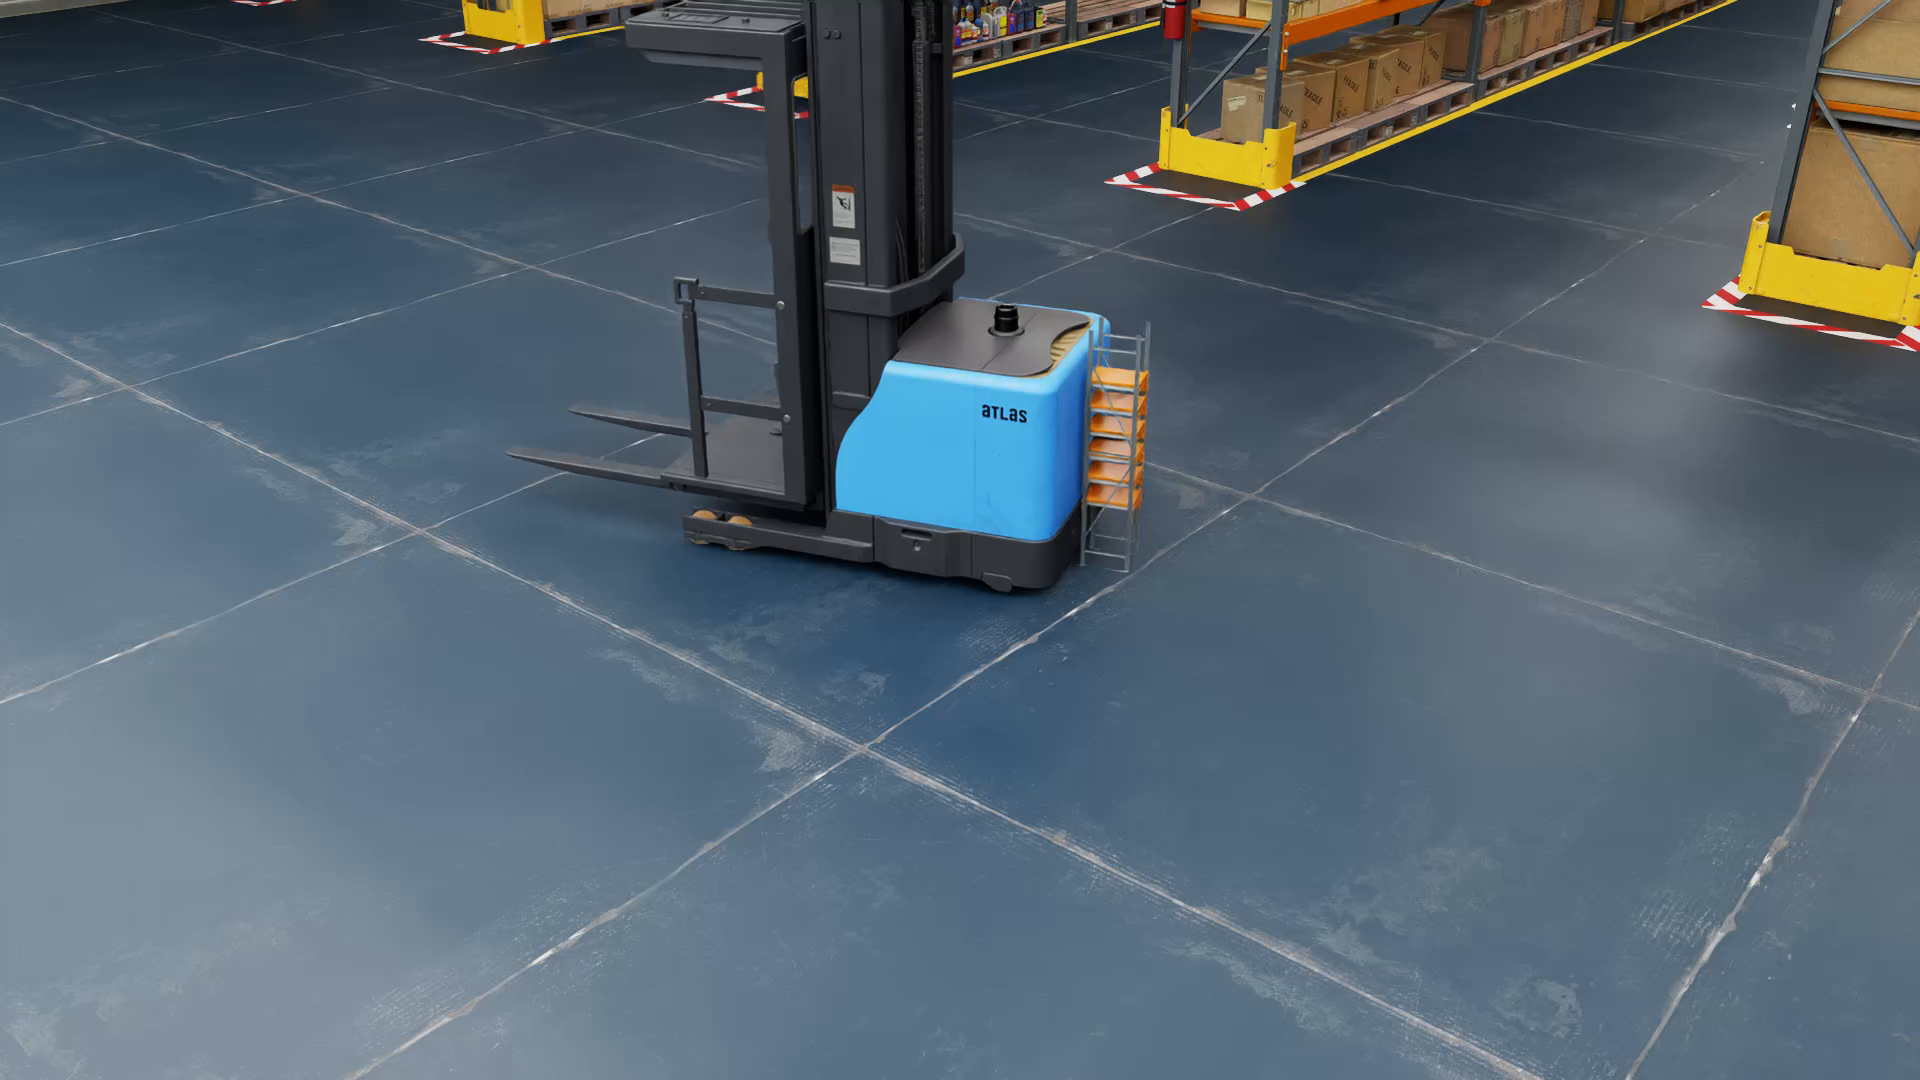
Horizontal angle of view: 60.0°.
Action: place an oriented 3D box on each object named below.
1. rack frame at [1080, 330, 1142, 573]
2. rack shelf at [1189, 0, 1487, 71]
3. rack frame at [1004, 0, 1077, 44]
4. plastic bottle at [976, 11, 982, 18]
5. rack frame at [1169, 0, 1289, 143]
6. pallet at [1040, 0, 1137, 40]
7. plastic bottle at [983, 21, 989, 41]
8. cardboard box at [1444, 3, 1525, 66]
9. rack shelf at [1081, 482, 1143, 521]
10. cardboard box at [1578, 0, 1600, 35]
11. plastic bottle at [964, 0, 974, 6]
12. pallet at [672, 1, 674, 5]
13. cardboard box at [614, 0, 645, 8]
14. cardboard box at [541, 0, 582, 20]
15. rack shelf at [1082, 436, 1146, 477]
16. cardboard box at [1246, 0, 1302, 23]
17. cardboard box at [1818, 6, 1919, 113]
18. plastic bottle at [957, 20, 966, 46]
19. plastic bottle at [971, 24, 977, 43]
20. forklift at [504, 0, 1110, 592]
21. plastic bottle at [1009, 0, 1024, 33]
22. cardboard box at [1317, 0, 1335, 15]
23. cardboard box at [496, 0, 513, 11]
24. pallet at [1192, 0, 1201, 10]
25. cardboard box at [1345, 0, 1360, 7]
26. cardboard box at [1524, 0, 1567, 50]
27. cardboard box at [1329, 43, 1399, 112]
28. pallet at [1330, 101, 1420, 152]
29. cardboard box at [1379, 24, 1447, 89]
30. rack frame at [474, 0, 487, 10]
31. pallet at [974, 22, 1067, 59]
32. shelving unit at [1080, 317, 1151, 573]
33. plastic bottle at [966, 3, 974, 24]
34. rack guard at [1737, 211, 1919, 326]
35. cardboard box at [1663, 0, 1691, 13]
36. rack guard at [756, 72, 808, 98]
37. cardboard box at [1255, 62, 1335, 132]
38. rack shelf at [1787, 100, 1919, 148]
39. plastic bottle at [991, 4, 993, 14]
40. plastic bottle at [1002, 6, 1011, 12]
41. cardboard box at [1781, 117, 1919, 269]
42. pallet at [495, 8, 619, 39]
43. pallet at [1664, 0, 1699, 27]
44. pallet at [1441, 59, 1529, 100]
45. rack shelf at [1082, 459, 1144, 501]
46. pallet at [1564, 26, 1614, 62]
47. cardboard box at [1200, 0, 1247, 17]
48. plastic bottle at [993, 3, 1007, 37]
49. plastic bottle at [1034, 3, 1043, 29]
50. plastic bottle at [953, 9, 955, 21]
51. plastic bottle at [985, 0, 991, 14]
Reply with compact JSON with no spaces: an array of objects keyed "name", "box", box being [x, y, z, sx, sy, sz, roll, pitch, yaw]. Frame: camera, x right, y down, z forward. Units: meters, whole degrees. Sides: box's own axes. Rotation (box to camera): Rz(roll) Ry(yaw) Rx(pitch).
[{"name":"rack frame","box":[0.693,-0.392,7.702,0.240,1.200,0.006,9,29,16]},{"name":"rack shelf","box":[3.496,-4.846,15.135,1.077,0.370,4.000,21,34,34]},{"name":"rack frame","box":[0.946,-7.322,19.139,1.000,3.000,0.127,21,34,34]},{"name":"plastic bottle","box":[0.242,-5.790,18.656,0.061,0.283,0.133,21,34,34]},{"name":"rack frame","box":[2.224,-4.456,13.599,1.000,3.000,0.127,21,34,34]},{"name":"pallet","box":[1.416,-6.373,20.340,1.003,0.211,1.213,21,34,34]},{"name":"plastic bottle","box":[0.271,-5.673,18.518,0.097,0.201,0.097,0,27,0]},{"name":"cardboard box","box":[5.493,-5.335,17.539,0.700,0.500,0.500,21,34,34]},{"name":"rack shelf","box":[0.722,-0.179,7.910,0.258,0.103,0.180,9,29,16]},{"name":"cardboard box","box":[6.902,-6.134,19.085,0.700,0.500,0.500,19,33,32]},{"name":"plastic bottle","box":[0.113,-6.176,19.328,0.144,0.351,0.185,22,34,36]},{"name":"pallet","box":[-3.412,-7.263,22.059,1.003,0.211,1.213,21,34,34]},{"name":"cardboard box","box":[-4.272,-6.799,20.663,0.500,0.250,0.500,21,34,34]},{"name":"cardboard box","box":[-4.905,-6.443,19.976,0.500,0.250,0.500,21,34,34]},{"name":"rack shelf","box":[0.722,-0.393,7.800,0.258,0.103,0.180,9,29,16]},{"name":"cardboard box","box":[2.589,-4.376,13.718,0.380,0.149,0.250,21,34,34]},{"name":"cardboard box","box":[6.188,-3.182,10.973,0.875,0.550,0.550,21,34,34]},{"name":"plastic bottle","box":[0.014,-5.561,18.225,0.097,0.271,0.097,0,27,0]},{"name":"plastic bottle","box":[0.140,-5.600,18.377,0.097,0.201,0.097,0,27,0]},{"name":"forklift","box":[-0.835,-1.464,7.890,3.031,2.935,1.130,9,29,18]},{"name":"plastic bottle","box":[0.637,-5.960,18.911,0.144,0.351,0.185,19,33,32]},{"name":"cardboard box","box":[2.933,-4.543,14.041,0.380,0.149,0.250,21,34,34]},{"name":"cardboard box","box":[-5.305,-6.594,20.268,0.500,0.250,0.500,21,34,34]},{"name":"pallet","box":[2.968,-7.238,22.012,1.003,0.211,1.213,21,34,34]},{"name":"cardboard box","box":[3.241,-4.725,14.391,0.380,0.149,0.250,21,34,34]},{"name":"cardboard box","box":[6.203,-5.731,18.305,0.700,0.500,0.500,24,36,38]},{"name":"cardboard box","box":[3.790,-4.372,15.700,0.500,0.500,0.500,17,32,30]},{"name":"pallet","box":[3.592,-3.953,15.661,1.003,0.211,1.213,21,34,34]},{"name":"cardboard box","box":[4.483,-4.821,16.567,0.500,0.500,0.500,20,33,33]},{"name":"rack frame","box":[-5.418,-7.353,19.198,1.000,3.000,0.127,21,34,34]},{"name":"pallet","box":[0.487,-5.857,19.343,1.003,0.211,1.213,21,34,34]},{"name":"shelving unit","box":[0.722,-0.432,7.779,0.258,1.200,0.189,9,29,16]},{"name":"plastic bottle","box":[0.113,-6.054,19.178,0.097,0.271,0.097,0,27,0]},{"name":"rack guard","box":[5.971,-1.852,11.286,1.175,0.500,0.348,21,34,34]},{"name":"cardboard box","box":[8.340,-7.088,20.542,1.225,0.875,0.875,21,34,35]},{"name":"rack guard","box":[-1.586,-4.834,17.051,1.175,0.500,0.348,21,34,34]},{"name":"cardboard box","box":[2.988,-3.971,14.925,0.500,0.500,0.500,-18,32,-31]},{"name":"rack shelf","box":[7.259,-3.360,12.264,1.077,0.370,4.000,21,34,34]},{"name":"plastic bottle","box":[0.341,-6.254,19.640,0.097,0.201,0.097,0,27,0]},{"name":"plastic bottle","box":[0.507,-5.961,18.994,0.152,0.276,0.135,21,34,34]},{"name":"cardboard box","box":[6.367,-2.473,11.622,0.875,0.875,0.875,21,34,35]},{"name":"pallet","box":[-4.964,-6.398,20.387,1.003,0.211,1.213,21,34,34]},{"name":"pallet","box":[8.648,-6.742,21.053,1.003,0.211,1.213,21,34,34]},{"name":"pallet","box":[5.262,-4.912,17.516,1.003,0.211,1.213,21,34,34]},{"name":"rack shelf","box":[0.722,-0.286,7.855,0.258,0.103,0.180,9,29,16]},{"name":"pallet","box":[6.814,-5.777,19.188,1.003,0.211,1.213,21,34,34]},{"name":"cardboard box","box":[2.246,-4.506,13.969,0.380,0.149,0.250,21,34,34]},{"name":"plastic bottle","box":[0.431,-5.846,18.689,0.144,0.351,0.185,21,34,34]},{"name":"plastic bottle","box":[0.895,-6.044,19.146,0.061,0.283,0.133,23,35,37]},{"name":"plastic bottle","box":[-0.148,-5.891,18.858,0.152,0.276,0.135,21,34,34]},{"name":"plastic bottle","box":[0.303,-6.172,19.394,0.061,0.283,0.133,21,34,34]}]
